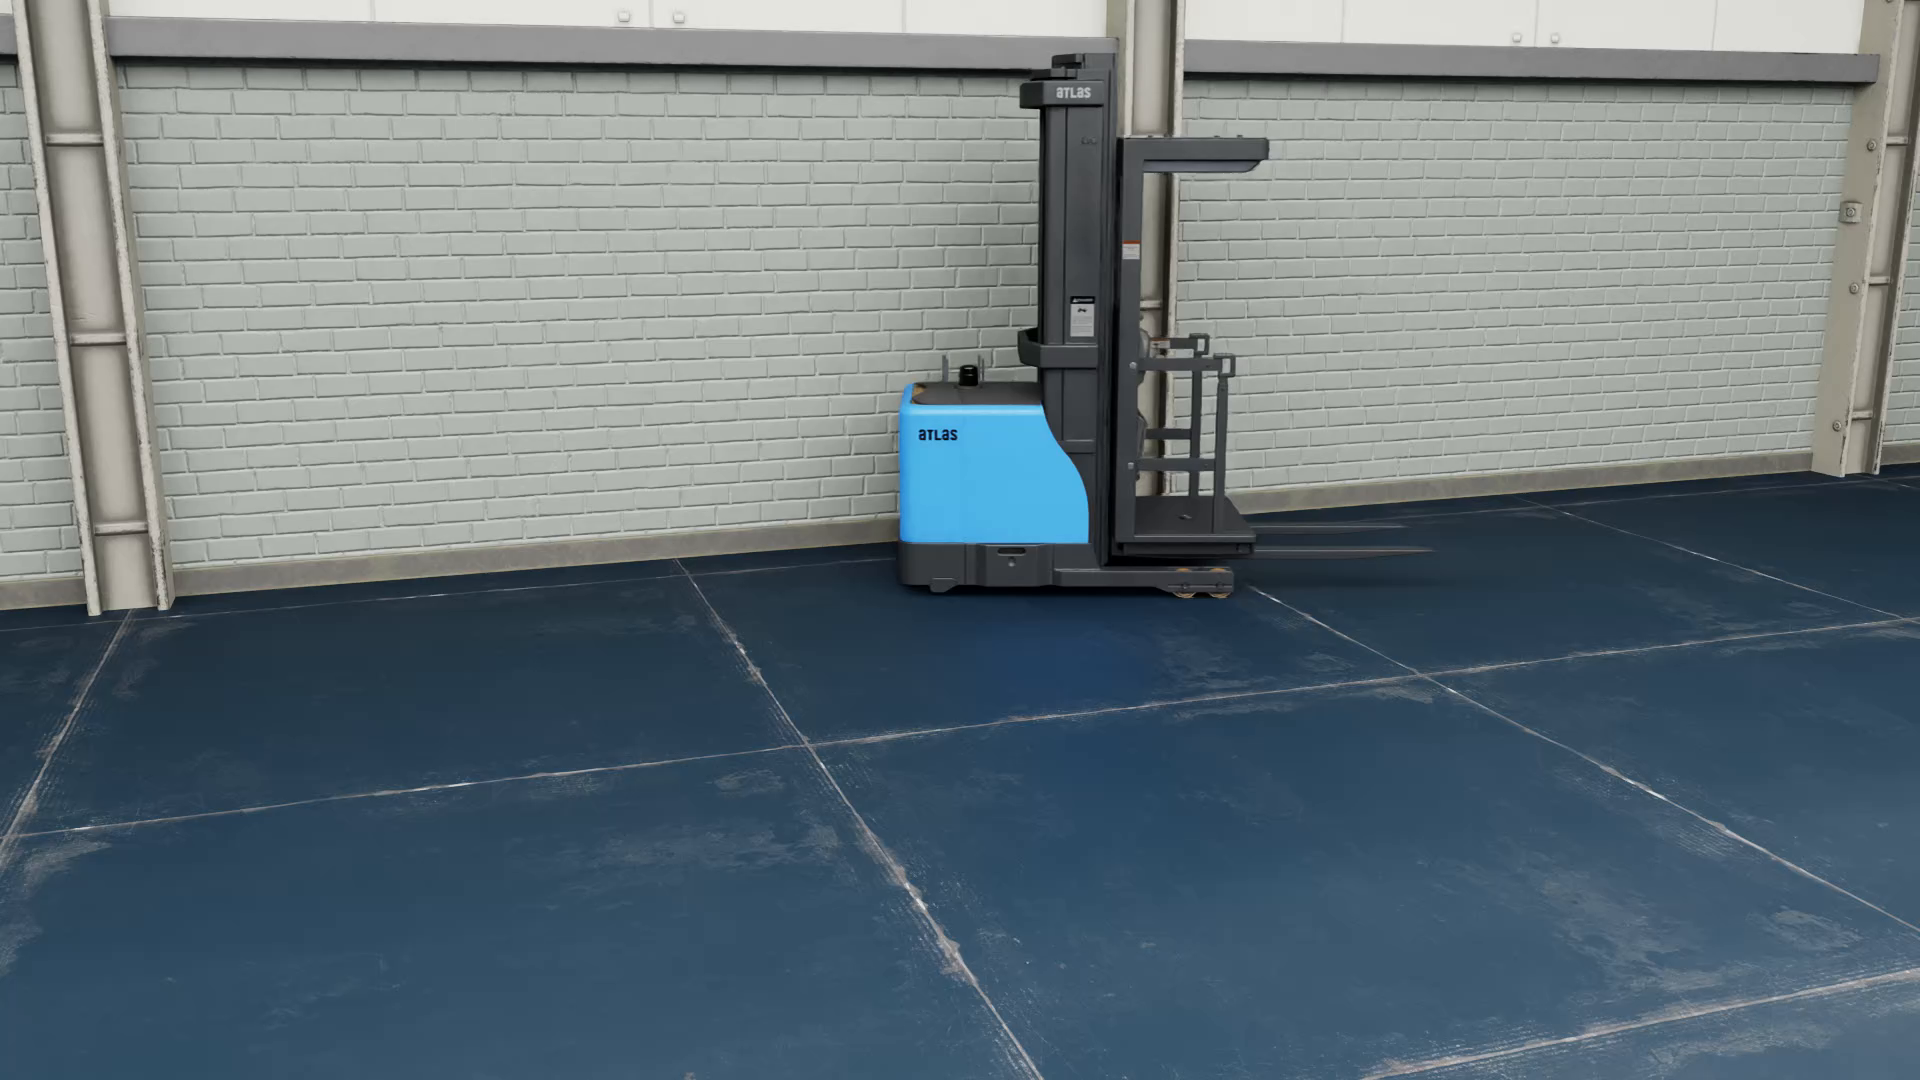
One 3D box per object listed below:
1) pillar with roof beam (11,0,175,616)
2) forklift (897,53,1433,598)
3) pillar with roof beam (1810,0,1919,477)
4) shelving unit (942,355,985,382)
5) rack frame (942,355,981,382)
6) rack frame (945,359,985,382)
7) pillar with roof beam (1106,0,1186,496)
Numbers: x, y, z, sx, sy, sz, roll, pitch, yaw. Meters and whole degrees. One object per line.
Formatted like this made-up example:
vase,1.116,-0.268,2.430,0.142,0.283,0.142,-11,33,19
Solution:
pillar with roof beam,-3.170,-3.075,4.123,0.400,9.000,9.100,-4,14,-18
forklift,1.166,-1.224,9.456,3.031,2.935,1.130,0,13,0
pillar with roof beam,8.204,-3.960,7.847,0.400,9.000,9.100,-4,14,-18
shelving unit,0.020,-0.533,10.291,0.258,1.200,0.189,-1,13,-6
rack frame,0.010,-0.554,10.379,0.240,1.200,0.006,-1,13,-6
rack frame,0.030,-0.512,10.202,0.240,1.200,0.006,-1,13,-6
pillar with roof beam,2.517,-3.518,5.985,0.400,9.000,9.100,-4,14,-18
